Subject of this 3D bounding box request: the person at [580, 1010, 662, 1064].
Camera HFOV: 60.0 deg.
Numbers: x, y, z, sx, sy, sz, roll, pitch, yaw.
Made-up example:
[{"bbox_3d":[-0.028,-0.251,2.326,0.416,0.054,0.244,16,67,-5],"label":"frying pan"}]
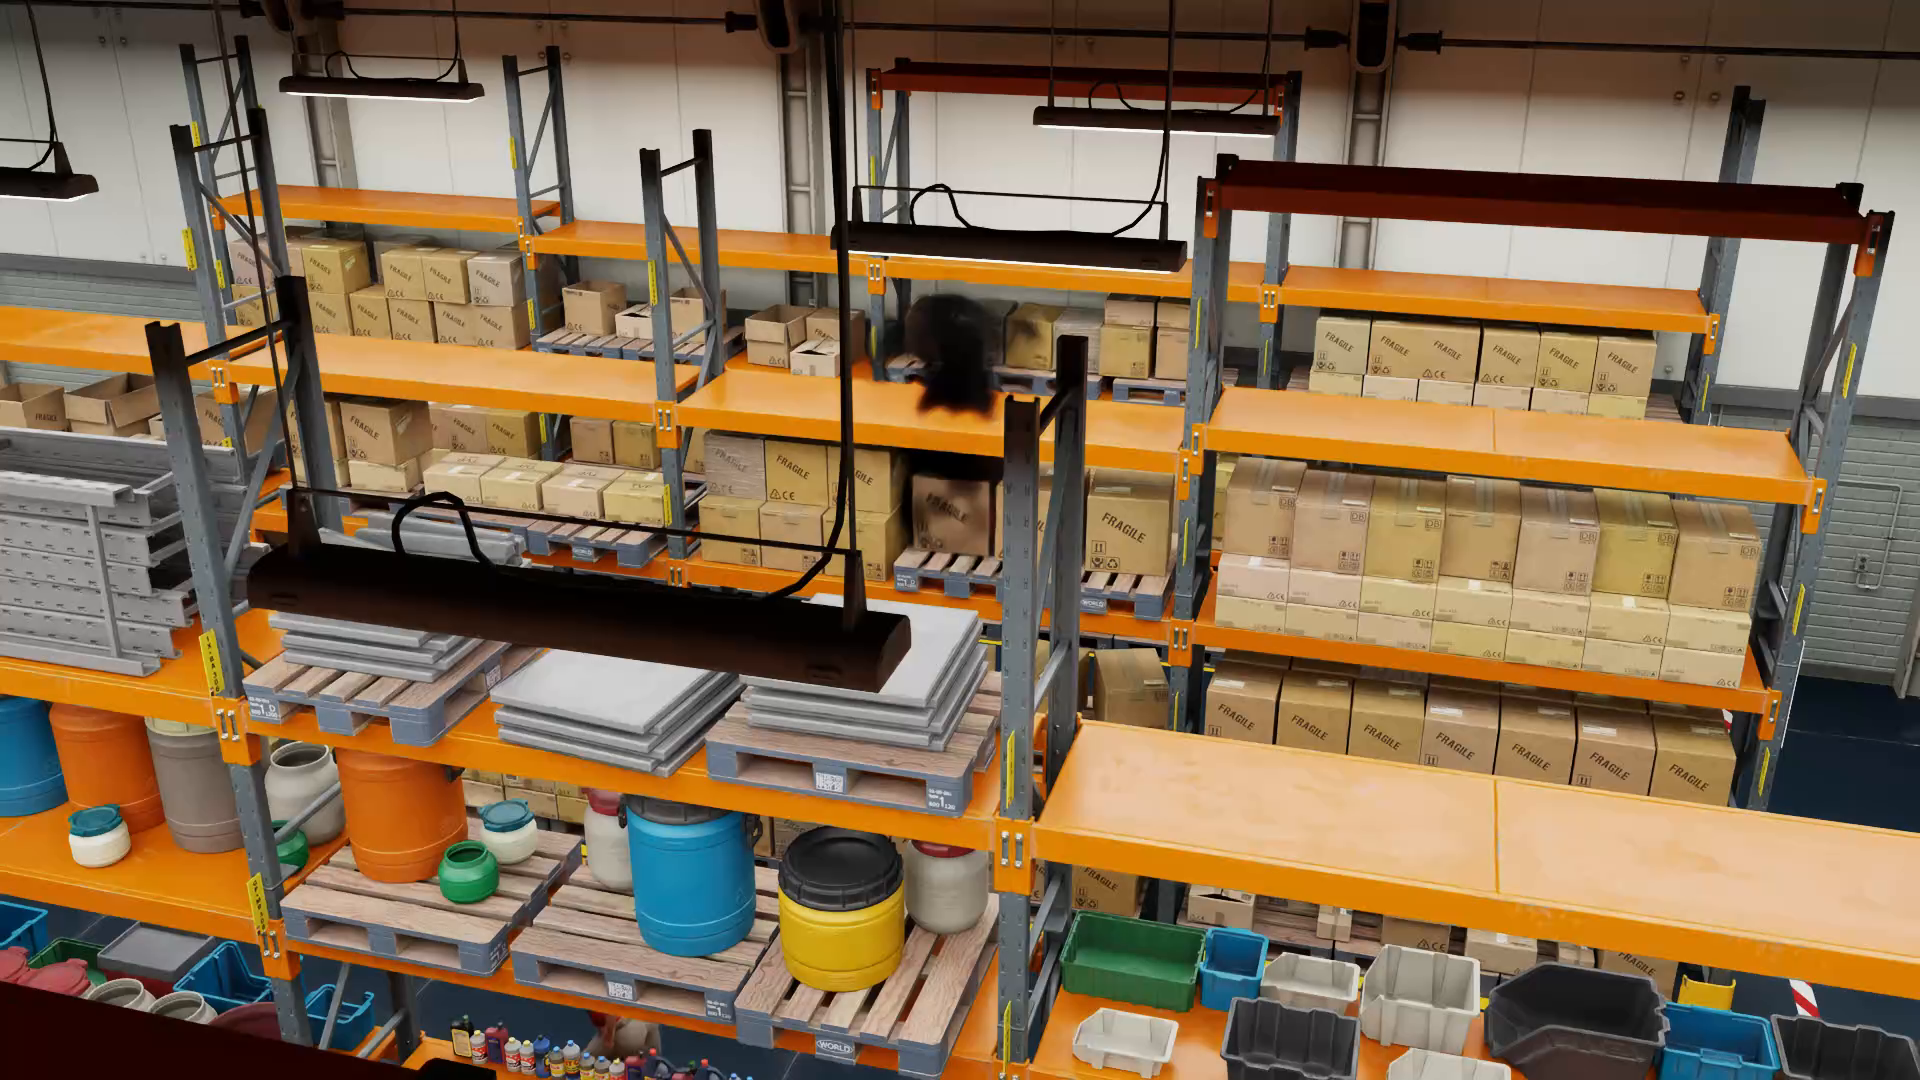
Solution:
[{"bbox_3d":[-2.201,3.249,10.878,0.953,1.750,0.702,5,23,12],"label":"person"}]
